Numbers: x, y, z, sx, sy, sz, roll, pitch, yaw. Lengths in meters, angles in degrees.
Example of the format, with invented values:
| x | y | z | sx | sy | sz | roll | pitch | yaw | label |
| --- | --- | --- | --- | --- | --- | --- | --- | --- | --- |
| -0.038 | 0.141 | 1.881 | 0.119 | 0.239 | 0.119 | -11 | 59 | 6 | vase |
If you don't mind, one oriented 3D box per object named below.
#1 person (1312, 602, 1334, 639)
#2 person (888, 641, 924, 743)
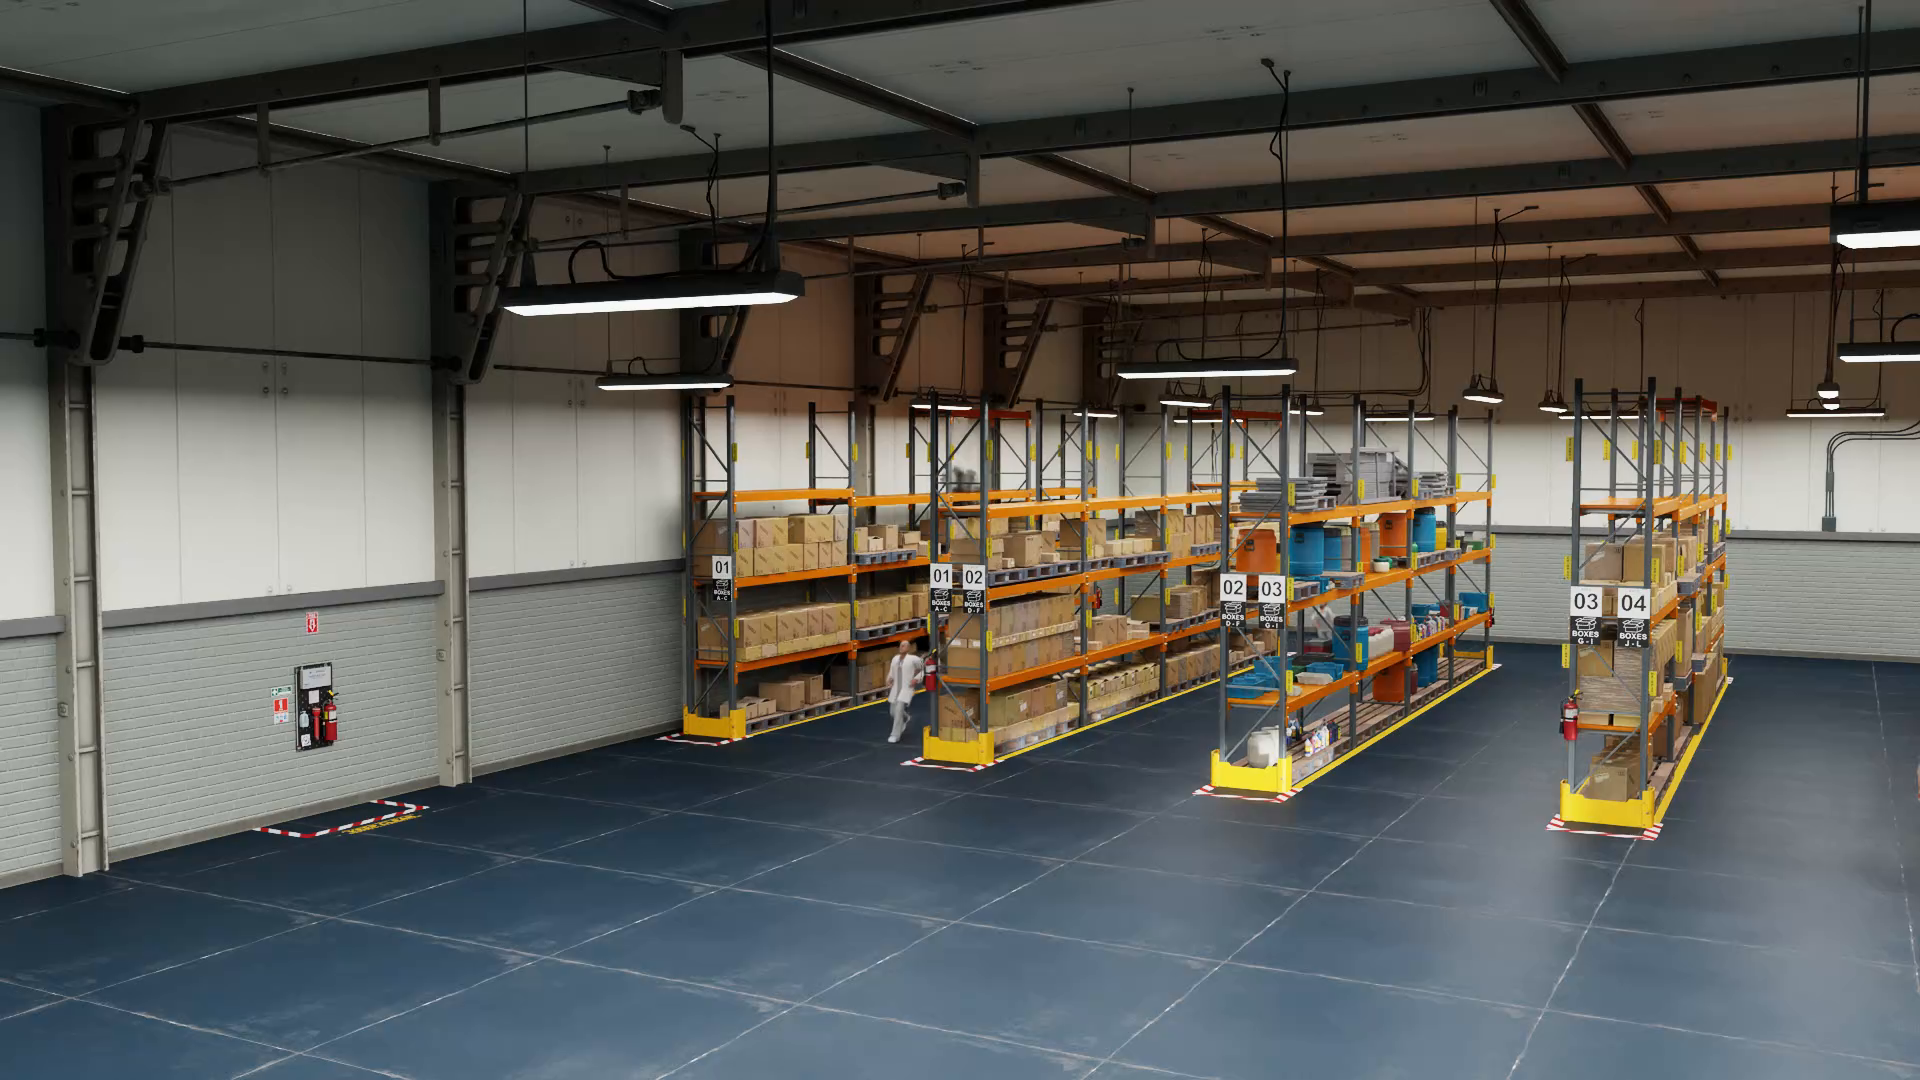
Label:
| x | y | z | sx | sy | sz | roll | pitch | yaw | label |
| --- | --- | --- | --- | --- | --- | --- | --- | --- | --- |
| 8.557 | 2.155 | 39.203 | 0.539 | 1.589 | 0.651 | 1 | 3 | 14 | person |
| -1.009 | 2.624 | 28.895 | 0.722 | 1.716 | 0.885 | 2 | 4 | 32 | person |
